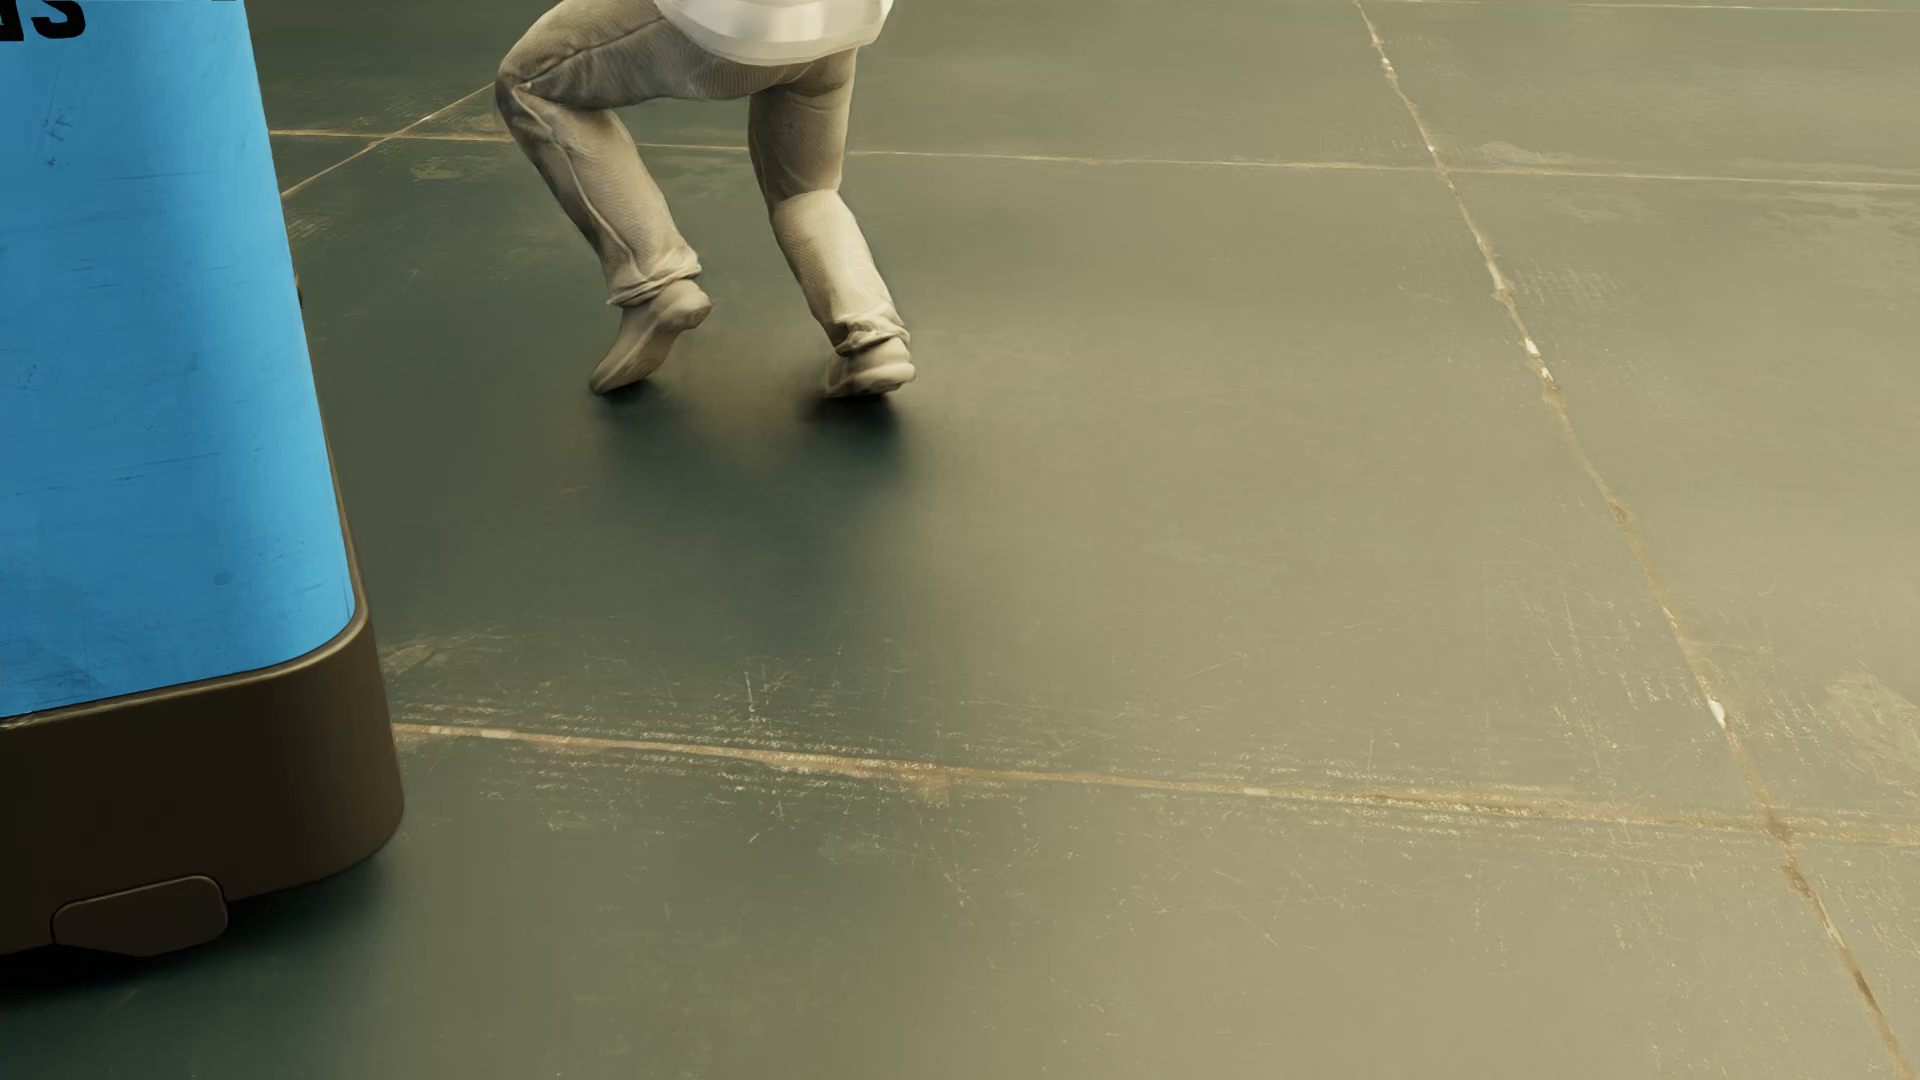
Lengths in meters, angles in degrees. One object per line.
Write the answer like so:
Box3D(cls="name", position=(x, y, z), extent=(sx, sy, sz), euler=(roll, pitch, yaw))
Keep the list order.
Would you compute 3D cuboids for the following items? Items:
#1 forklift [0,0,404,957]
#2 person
Box3D(cls="forklift", position=(-2.151, -0.869, 0.960), extent=(3.031, 2.935, 1.130), euler=(-11, 29, -21))
Box3D(cls="person", position=(-0.529, -0.912, 2.557), extent=(0.841, 1.640, 1.156), euler=(24, 35, 39))
